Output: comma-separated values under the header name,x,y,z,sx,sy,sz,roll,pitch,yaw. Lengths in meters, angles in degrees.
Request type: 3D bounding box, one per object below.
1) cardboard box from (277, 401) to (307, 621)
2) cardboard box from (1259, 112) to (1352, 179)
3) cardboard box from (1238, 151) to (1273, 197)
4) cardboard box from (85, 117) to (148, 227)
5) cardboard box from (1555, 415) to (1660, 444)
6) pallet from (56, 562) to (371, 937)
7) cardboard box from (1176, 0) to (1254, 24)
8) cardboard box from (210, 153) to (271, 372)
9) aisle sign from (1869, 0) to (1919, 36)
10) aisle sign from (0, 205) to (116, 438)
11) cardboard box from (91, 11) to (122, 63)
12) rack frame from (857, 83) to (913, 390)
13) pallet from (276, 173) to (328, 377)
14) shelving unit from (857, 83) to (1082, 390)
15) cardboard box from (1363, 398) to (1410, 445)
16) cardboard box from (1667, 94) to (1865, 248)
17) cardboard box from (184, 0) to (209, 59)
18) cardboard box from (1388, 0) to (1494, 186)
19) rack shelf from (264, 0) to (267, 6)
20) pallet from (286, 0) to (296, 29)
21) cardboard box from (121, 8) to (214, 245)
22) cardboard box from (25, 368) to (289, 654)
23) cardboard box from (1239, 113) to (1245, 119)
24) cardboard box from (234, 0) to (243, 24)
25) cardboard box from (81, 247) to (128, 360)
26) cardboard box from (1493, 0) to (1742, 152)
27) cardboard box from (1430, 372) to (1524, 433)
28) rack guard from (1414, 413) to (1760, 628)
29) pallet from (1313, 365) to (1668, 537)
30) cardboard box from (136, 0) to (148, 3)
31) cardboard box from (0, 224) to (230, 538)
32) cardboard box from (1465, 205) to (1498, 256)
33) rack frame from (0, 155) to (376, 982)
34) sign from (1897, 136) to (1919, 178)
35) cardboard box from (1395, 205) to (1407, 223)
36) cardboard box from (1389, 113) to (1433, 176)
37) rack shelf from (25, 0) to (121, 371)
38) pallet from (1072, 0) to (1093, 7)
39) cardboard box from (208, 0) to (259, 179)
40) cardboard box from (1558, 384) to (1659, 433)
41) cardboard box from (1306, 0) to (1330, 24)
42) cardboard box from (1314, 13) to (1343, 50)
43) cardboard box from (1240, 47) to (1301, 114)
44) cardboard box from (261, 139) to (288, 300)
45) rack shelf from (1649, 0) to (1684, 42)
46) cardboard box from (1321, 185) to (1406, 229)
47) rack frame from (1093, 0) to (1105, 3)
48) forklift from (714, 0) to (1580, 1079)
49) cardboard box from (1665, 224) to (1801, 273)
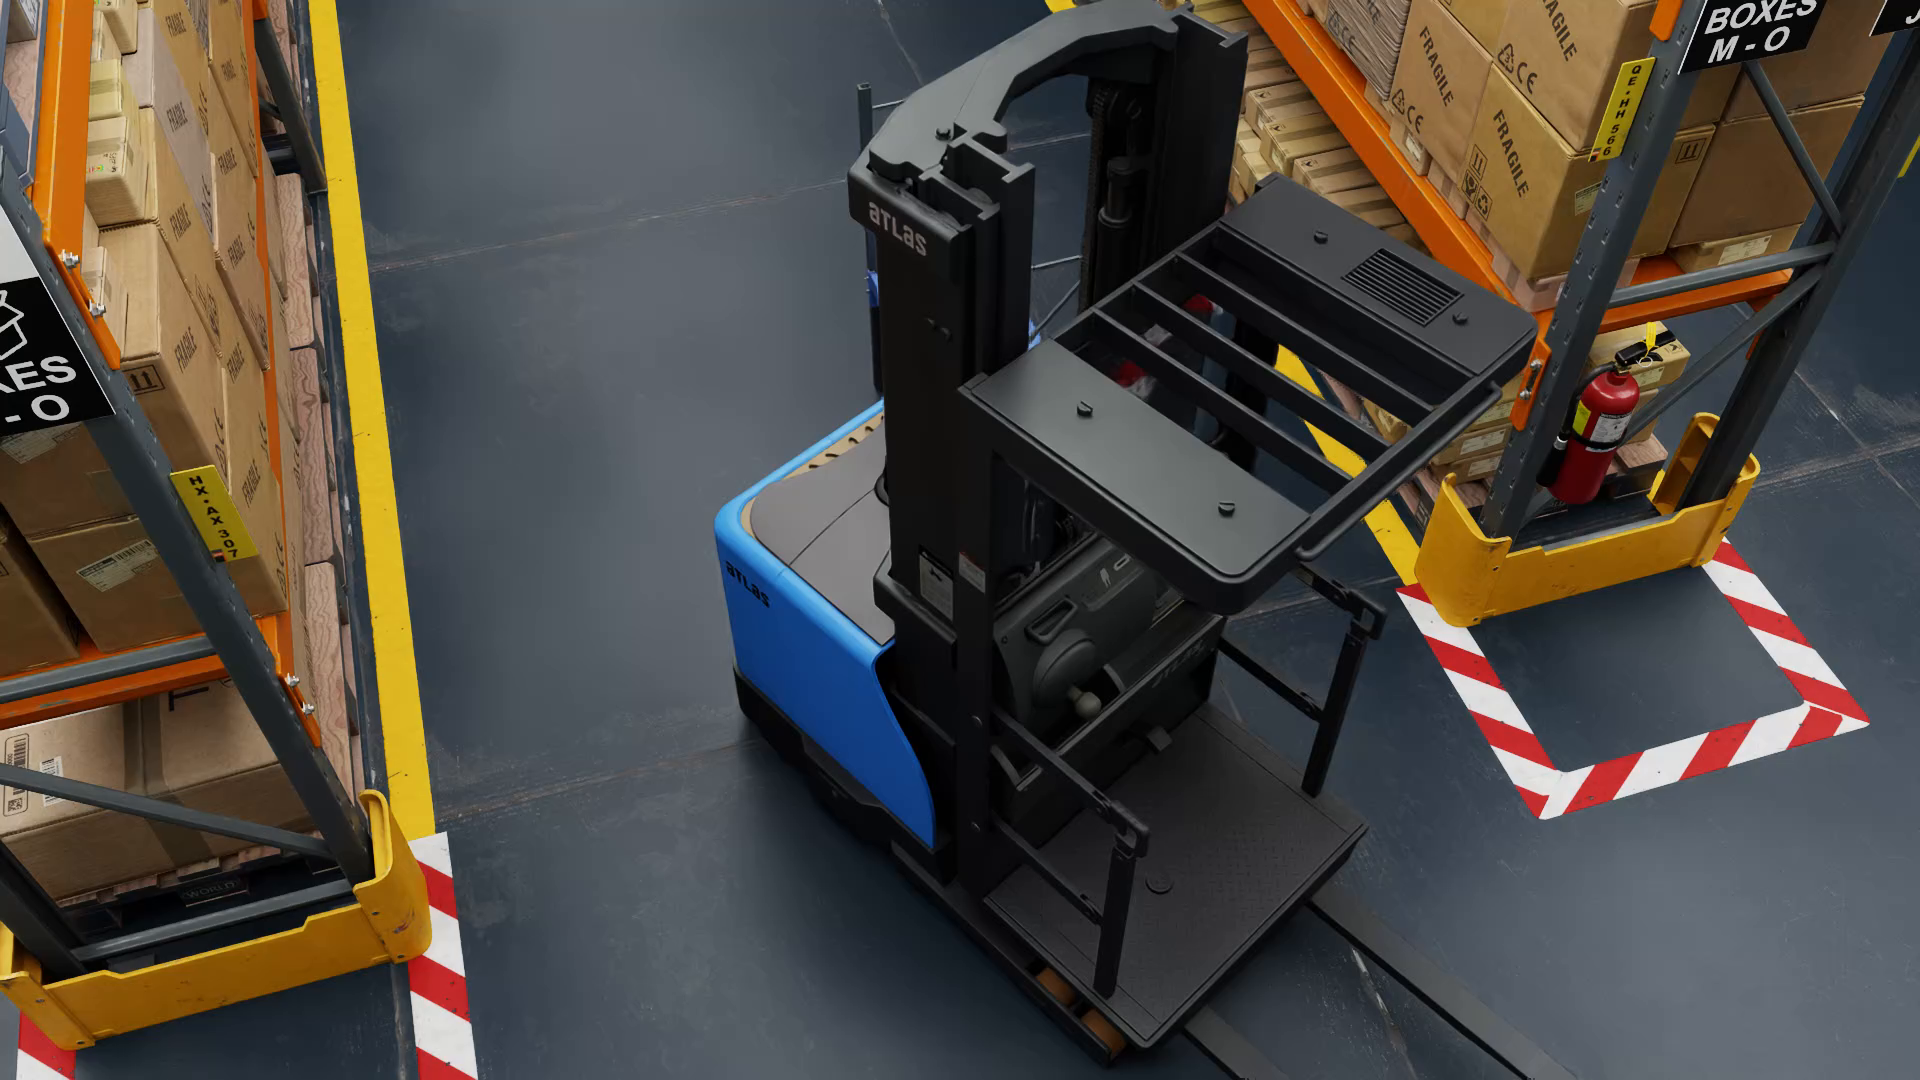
name,x,y,z,sx,sy,sz,roll,pitch,yaw
cardboard box,-2.896,-0.069,6.037,0.875,0.438,0.875,-12,51,-10
cardboard box,1.531,-1.710,7.220,0.380,0.149,0.250,-13,51,-11
cardboard box,1.456,-1.600,7.322,0.380,0.149,0.250,-13,51,-11
cardboard box,-2.280,-0.910,4.201,0.380,0.149,0.250,-12,51,-10
cardboard box,2.523,-0.498,6.587,0.380,0.149,0.250,-12,51,-10
pallet,-2.638,0.699,5.812,1.003,0.211,1.213,-13,51,-11
cardboard box,1.240,-2.469,7.860,0.380,0.149,0.250,-14,51,-11
cardboard box,-2.504,-0.820,5.203,0.500,0.500,0.500,-14,51,-11
aisle sign,2.680,-1.679,4.293,0.394,0.787,0.004,-13,51,-11
aisle sign,-2.029,-0.484,3.286,0.394,0.787,0.004,-13,51,-11
cardboard box,-2.503,-1.278,4.511,0.380,0.149,0.250,-13,51,-11
rack frame,-0.128,-1.199,6.569,0.500,1.500,0.032,-15,52,-13
pallet,-3.360,-1.083,7.315,1.003,0.211,1.213,-13,51,-11
shelving unit,0.044,-0.833,6.261,0.538,1.500,1.048,-15,52,-13
cardboard box,1.844,-0.545,6.627,0.380,0.149,0.250,-12,51,-10
cardboard box,2.503,-1.345,5.451,0.500,0.500,0.500,-11,51,-9
cardboard box,-2.805,-1.885,5.447,0.500,0.500,0.500,-13,51,-10
cardboard box,1.846,-1.602,5.668,0.500,0.500,0.500,-14,51,-12
rack shelf,-4.101,-3.784,8.238,1.077,0.370,4.000,-13,51,-11
pallet,-4.174,-3.095,9.011,1.003,0.211,1.213,-13,51,-11
cardboard box,-2.516,-1.153,4.830,0.500,0.500,0.500,-14,51,-11
cardboard box,-2.195,-0.081,4.581,0.500,0.500,0.500,-14,51,-11
cardboard box,1.393,-1.985,7.646,0.380,0.149,0.250,-11,51,-9
cardboard box,-3.129,-2.306,6.456,0.500,0.500,0.500,-13,51,-11
cardboard box,-2.167,-0.519,3.871,0.380,0.149,0.250,-12,51,-10
cardboard box,1.999,-1.555,4.974,0.500,0.500,0.500,-14,51,-12
cardboard box,1.973,-0.564,6.254,0.380,0.149,0.250,-13,51,-11
rack guard,2.349,-0.076,6.277,1.175,0.500,0.348,-13,51,-11
pallet,2.143,-0.584,6.894,1.003,0.211,1.213,-13,51,-11
cardboard box,-2.586,-1.661,4.834,0.380,0.149,0.250,-14,51,-12
cardboard box,-2.197,-0.403,4.198,0.500,0.500,0.500,-14,51,-12
cardboard box,1.968,-1.110,5.678,0.380,0.149,0.250,-13,51,-11
rack frame,-2.327,0.367,4.269,1.000,3.000,0.127,-13,51,-11
sign,2.890,-1.228,5.047,0.100,0.325,0.005,-13,51,-11
cardboard box,2.017,-1.524,7.258,0.380,0.149,0.250,-11,51,-9
cardboard box,1.781,-1.470,5.982,0.380,0.149,0.250,-12,51,-10
rack shelf,-2.918,-1.829,4.628,1.077,0.370,4.000,-13,51,-11
pallet,0.957,-3.417,9.282,1.003,0.211,1.213,-13,51,-11
cardboard box,-2.808,-1.568,5.834,0.500,0.500,0.500,-14,51,-12
cardboard box,2.462,-0.579,6.462,0.380,0.149,0.250,-11,51,-9
cardboard box,1.549,-2.336,6.287,0.500,0.500,0.500,-11,51,-9
cardboard box,1.615,-2.070,6.487,0.380,0.149,0.250,-13,51,-10
cardboard box,1.336,-2.080,7.532,0.380,0.149,0.250,-12,51,-10
cardboard box,-3.427,-1.381,7.143,0.875,0.438,0.875,-14,51,-12
rack shelf,1.780,-3.022,5.634,1.077,0.370,4.000,-13,51,-11
cardboard box,1.607,-1.308,6.881,0.380,0.149,0.250,-12,51,-10
rack frame,1.189,-3.748,7.737,1.000,3.000,0.127,-13,51,-11
forklift,0.596,0.218,4.439,1.130,2.935,3.031,-37,59,-27
cardboard box,2.589,-1.056,5.632,0.380,0.149,0.250,-14,51,-11
